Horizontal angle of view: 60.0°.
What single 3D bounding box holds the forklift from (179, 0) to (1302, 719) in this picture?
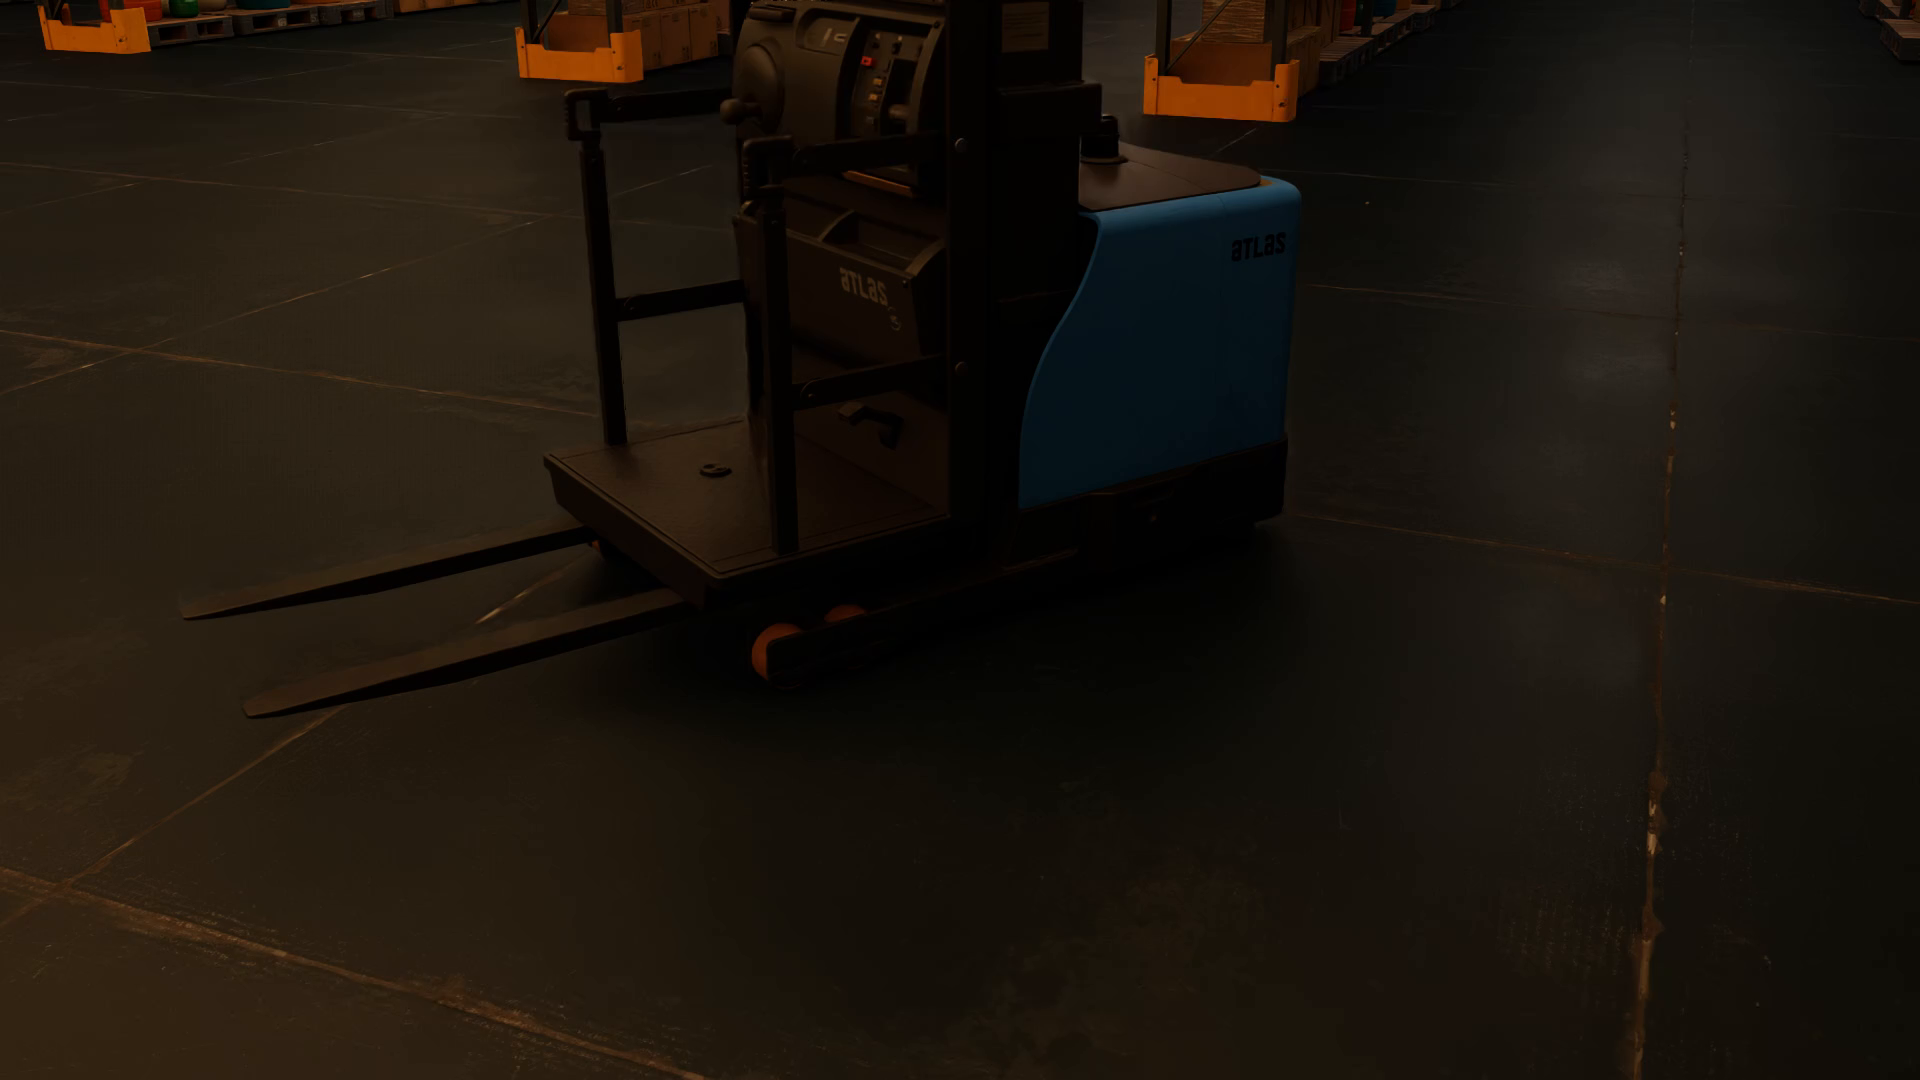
[{"bbox_3d":[-0.500,-1.206,4.178,3.031,2.935,1.130,-15,27,-32],"label":"forklift"}]
